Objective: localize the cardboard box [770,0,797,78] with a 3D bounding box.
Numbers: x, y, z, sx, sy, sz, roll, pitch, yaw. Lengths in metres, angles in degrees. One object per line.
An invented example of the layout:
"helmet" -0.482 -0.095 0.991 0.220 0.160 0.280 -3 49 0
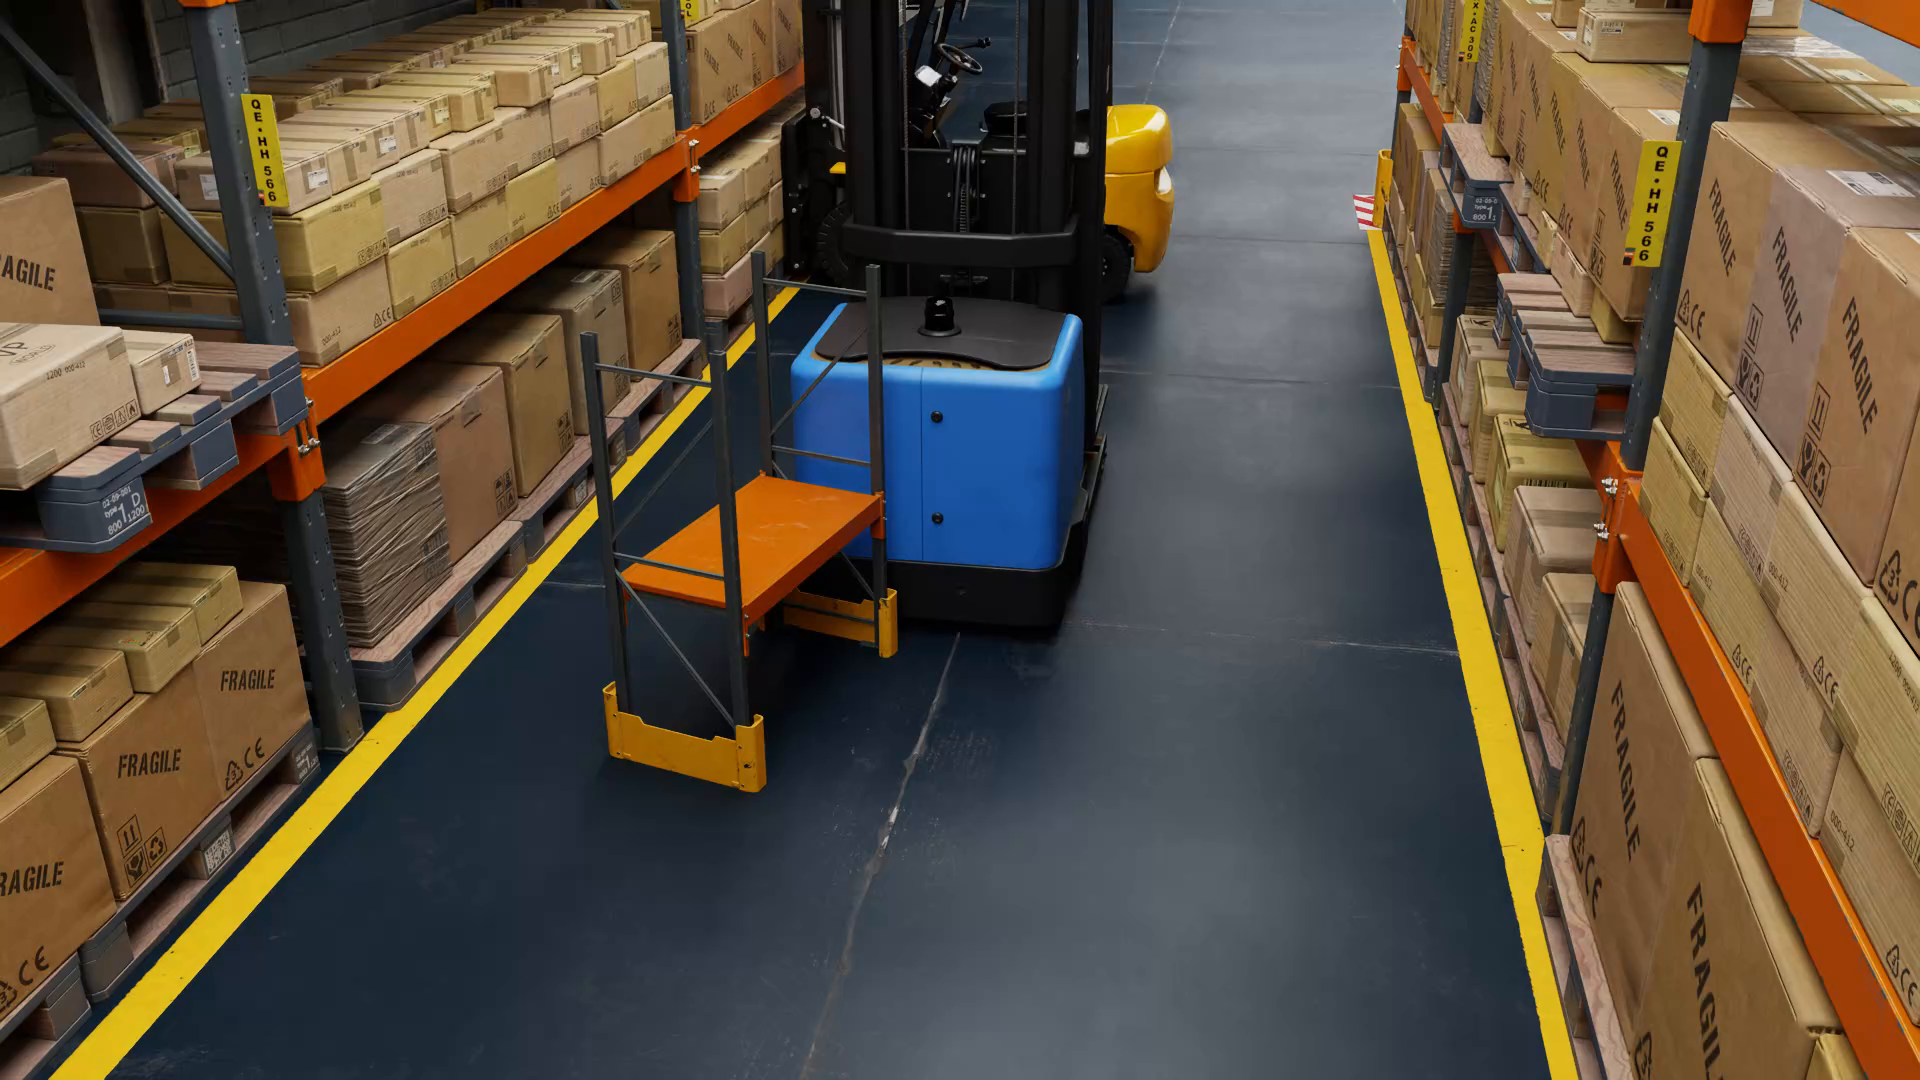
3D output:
"cardboard box" -1.337 -3.210 10.451 0.500 0.500 0.500 4 25 9

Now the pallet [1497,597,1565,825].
"pallet" 2.452 0.594 5.732 1.003 0.211 1.213 4 25 9

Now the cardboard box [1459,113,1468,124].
"cardboard box" 2.729 -2.057 8.402 0.380 0.149 0.250 4 25 8

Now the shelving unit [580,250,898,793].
"shelving unit" -0.718 -0.104 5.703 0.587 1.500 1.083 11 27 22

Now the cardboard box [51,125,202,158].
"cardboard box" -2.788 -1.291 5.586 0.380 0.149 0.250 5 25 10

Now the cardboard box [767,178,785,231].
"cardboard box" -1.363 -2.130 10.420 0.500 0.250 0.500 4 25 8

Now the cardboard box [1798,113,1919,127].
"cardboard box" 2.625 -0.884 4.637 0.500 0.500 0.500 3 25 7

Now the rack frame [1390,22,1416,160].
"rack frame" 3.631 -3.688 11.591 1.000 3.000 0.127 4 25 9

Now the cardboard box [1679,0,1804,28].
"cardboard box" 3.003 -2.065 6.394 0.380 0.149 0.250 3 25 6

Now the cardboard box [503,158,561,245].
"cardboard box" -2.010 -1.428 6.939 0.500 0.250 0.500 5 26 10

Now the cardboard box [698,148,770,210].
"cardboard box" -1.439 -2.149 9.871 0.500 0.250 0.500 4 25 9

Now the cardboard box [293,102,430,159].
"cardboard box" -2.143 -1.468 5.964 0.380 0.149 0.250 4 25 9

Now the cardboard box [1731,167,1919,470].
"cardboard box" 1.930 -0.443 3.360 0.500 0.500 0.500 4 25 9

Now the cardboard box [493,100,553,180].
"cardboard box" -2.016 -1.654 6.833 0.500 0.250 0.500 4 25 9

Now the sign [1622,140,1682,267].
"sign" 1.786 -0.864 4.286 0.100 0.325 0.005 4 25 9

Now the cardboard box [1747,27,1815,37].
"cardboard box" 2.958 -1.753 6.493 0.500 0.500 0.500 5 26 10

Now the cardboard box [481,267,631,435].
"cardboard box" -2.129 -0.929 8.002 0.875 0.625 0.625 4 25 8

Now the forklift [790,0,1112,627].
"forklift" 0.102 -1.591 7.192 1.130 2.935 3.031 4 25 8

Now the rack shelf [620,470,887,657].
"rack shelf" -0.715 0.056 5.786 0.538 0.185 1.000 11 27 22

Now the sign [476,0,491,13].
"sign" -2.469 -2.823 8.629 0.100 0.325 0.005 4 25 9

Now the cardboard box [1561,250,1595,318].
"cardboard box" 2.114 -0.798 5.217 0.380 0.149 0.250 4 25 8

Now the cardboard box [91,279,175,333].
"cardboard box" -2.753 -0.822 5.645 0.500 0.250 0.500 3 25 7

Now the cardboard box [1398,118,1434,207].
"cardboard box" 3.141 -2.425 10.757 0.500 0.500 0.500 3 25 7

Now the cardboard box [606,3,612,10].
"cardboard box" -2.115 -2.956 9.144 0.380 0.149 0.250 3 25 7

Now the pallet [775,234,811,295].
"pallet" -1.552 -1.936 11.137 1.003 0.211 1.213 4 25 9

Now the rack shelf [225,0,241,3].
"rack shelf" -2.248 -2.554 6.478 1.077 0.370 4.000 4 25 9

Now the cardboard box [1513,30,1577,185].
"cardboard box" 2.368 -1.578 6.119 0.500 0.500 0.500 3 25 6

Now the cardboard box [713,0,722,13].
"cardboard box" -1.553 -3.031 9.304 0.380 0.149 0.250 4 25 8

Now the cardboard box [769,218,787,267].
"cardboard box" -1.379 -1.911 10.543 0.500 0.250 0.500 4 25 9

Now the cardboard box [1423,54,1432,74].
"cardboard box" 3.124 -3.021 10.462 0.380 0.149 0.250 5 25 10

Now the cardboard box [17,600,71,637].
"cardboard box" -2.967 0.160 5.057 0.380 0.149 0.250 5 26 11

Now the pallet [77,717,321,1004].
"pallet" -2.734 0.888 5.104 1.003 0.211 1.213 4 25 9

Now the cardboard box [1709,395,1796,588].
"cardboard box" 1.911 -0.090 3.491 0.500 0.250 0.500 5 25 10

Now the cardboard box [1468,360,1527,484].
"cardboard box" 2.779 -0.495 7.373 0.950 0.372 0.625 6 26 12

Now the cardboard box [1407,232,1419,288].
"cardboard box" 2.973 -1.662 10.010 0.500 0.250 0.500 4 25 9

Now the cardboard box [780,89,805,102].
"cardboard box" -1.112 -3.000 11.689 0.500 0.250 0.500 4 25 9

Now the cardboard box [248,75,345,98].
"cardboard box" -2.637 -1.716 6.496 0.380 0.149 0.250 4 25 8

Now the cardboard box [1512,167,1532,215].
"cardboard box" 2.334 -1.339 6.373 0.380 0.149 0.250 5 26 11

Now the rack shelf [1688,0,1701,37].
"rack shelf" 2.650 -2.211 5.746 1.077 0.370 4.000 4 25 9

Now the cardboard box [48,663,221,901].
"cardboard box" -2.524 0.658 4.760 0.500 0.500 0.500 4 25 8

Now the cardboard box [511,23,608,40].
"cardboard box" -1.874 -2.330 7.807 0.380 0.149 0.250 4 25 8

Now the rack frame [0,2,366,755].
"rack frame" -2.574 -0.684 5.174 1.000 3.000 0.127 4 25 9

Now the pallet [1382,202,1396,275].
"pallet" 3.450 -2.056 11.393 1.003 0.211 1.213 4 25 9

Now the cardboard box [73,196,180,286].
"cardboard box" -2.775 -1.050 5.542 0.500 0.250 0.500 5 25 10

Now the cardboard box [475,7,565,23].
"cardboard box" -2.190 -2.564 8.307 0.380 0.149 0.250 3 25 7

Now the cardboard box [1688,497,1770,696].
"cardboard box" 1.928 0.129 3.613 0.500 0.250 0.500 3 25 7

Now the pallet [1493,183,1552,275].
"pallet" 2.606 -1.086 6.258 1.003 0.211 1.213 4 25 9

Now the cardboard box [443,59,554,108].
"cardboard box" -1.904 -1.885 6.857 0.380 0.149 0.250 3 25 7

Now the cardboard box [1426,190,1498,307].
"cardboard box" 2.809 -1.566 8.920 0.500 0.500 0.500 4 25 8

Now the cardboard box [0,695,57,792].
"cardboard box" -2.594 0.518 4.292 0.380 0.149 0.250 5 26 10

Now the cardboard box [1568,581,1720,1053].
"cardboard box" 2.128 0.713 4.199 0.875 0.875 0.875 4 25 8

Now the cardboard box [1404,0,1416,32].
"cardboard box" 3.279 -3.689 11.124 0.500 0.500 0.500 4 25 8

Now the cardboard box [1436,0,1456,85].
"cardboard box" 2.962 -2.831 9.291 0.500 0.500 0.500 5 25 10

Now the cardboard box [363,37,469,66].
"cardboard box" -2.414 -2.141 7.402 0.380 0.149 0.250 4 25 8
